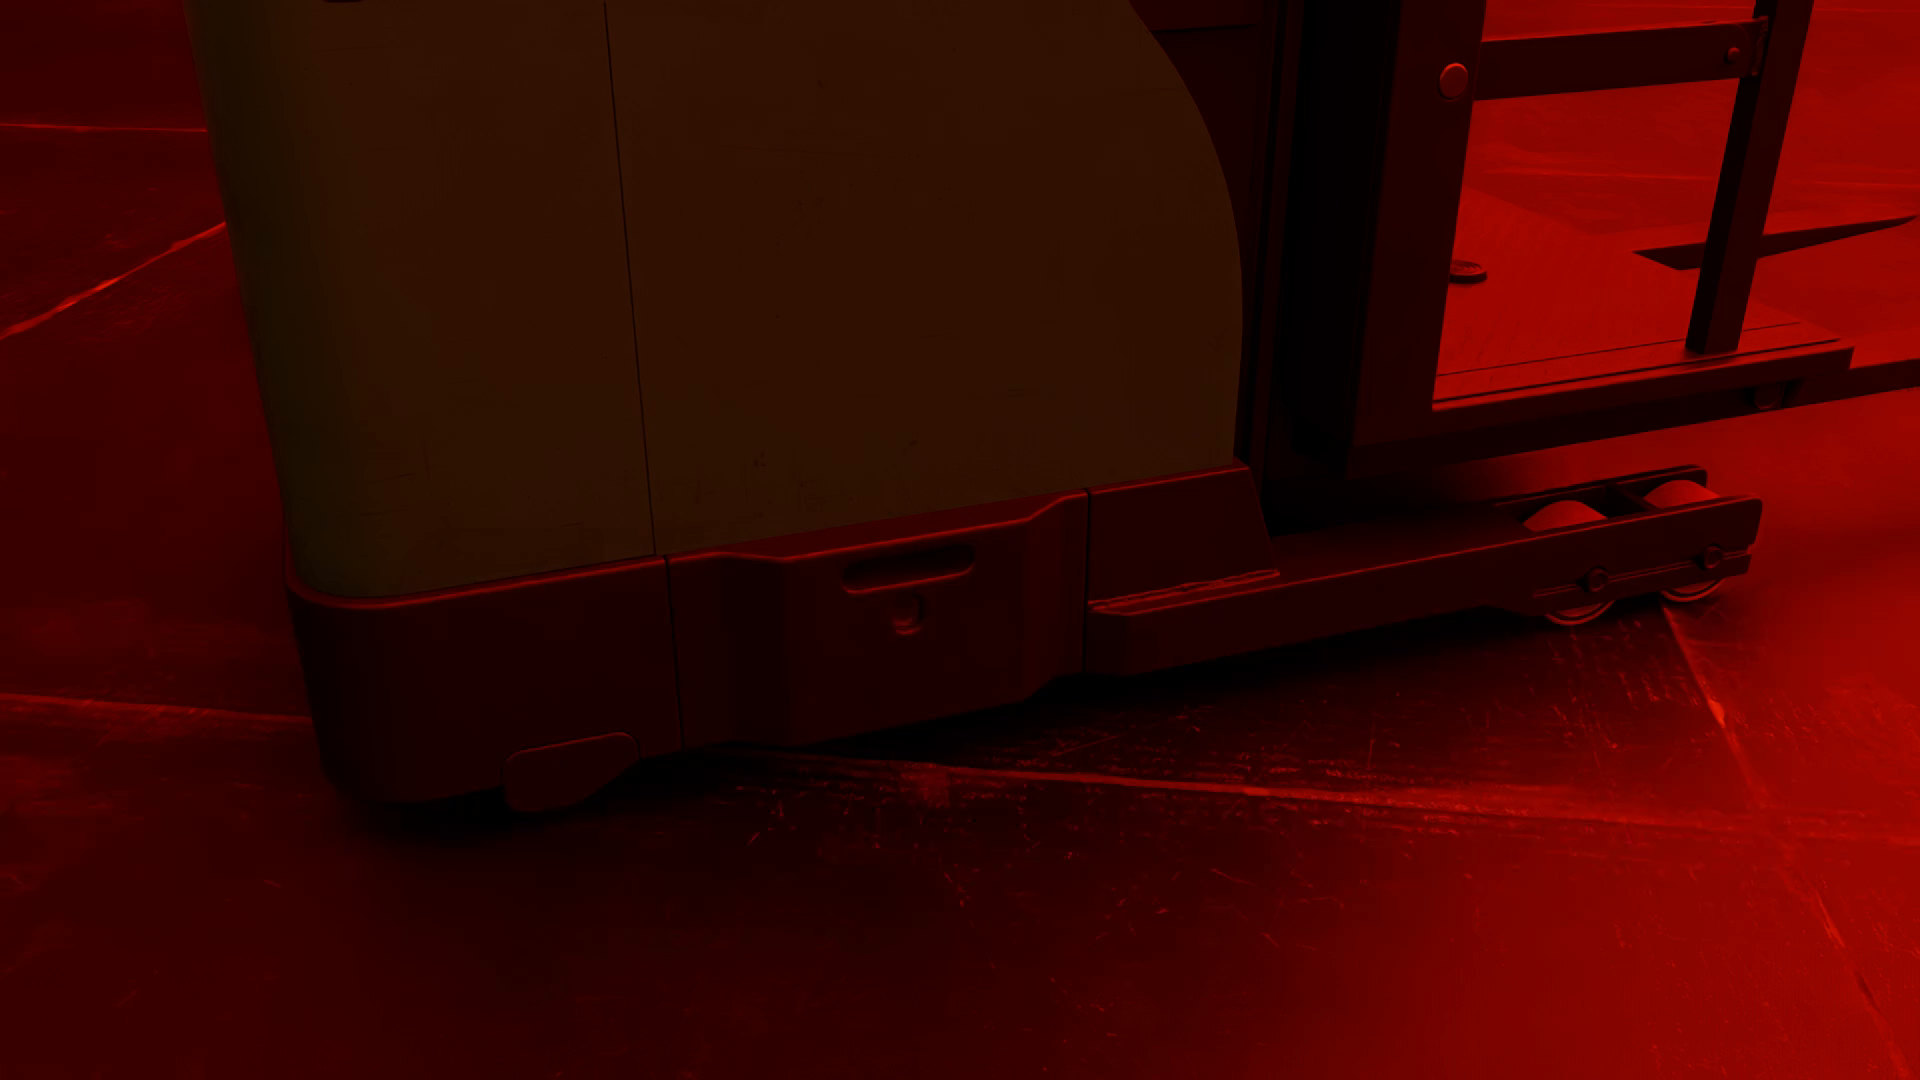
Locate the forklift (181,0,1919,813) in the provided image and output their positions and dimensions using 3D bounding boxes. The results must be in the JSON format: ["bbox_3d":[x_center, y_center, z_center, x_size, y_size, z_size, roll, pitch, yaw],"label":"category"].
[{"bbox_3d":[0.572,-1.406,2.035,3.031,2.935,1.130,-9,28,-18],"label":"forklift"}]
